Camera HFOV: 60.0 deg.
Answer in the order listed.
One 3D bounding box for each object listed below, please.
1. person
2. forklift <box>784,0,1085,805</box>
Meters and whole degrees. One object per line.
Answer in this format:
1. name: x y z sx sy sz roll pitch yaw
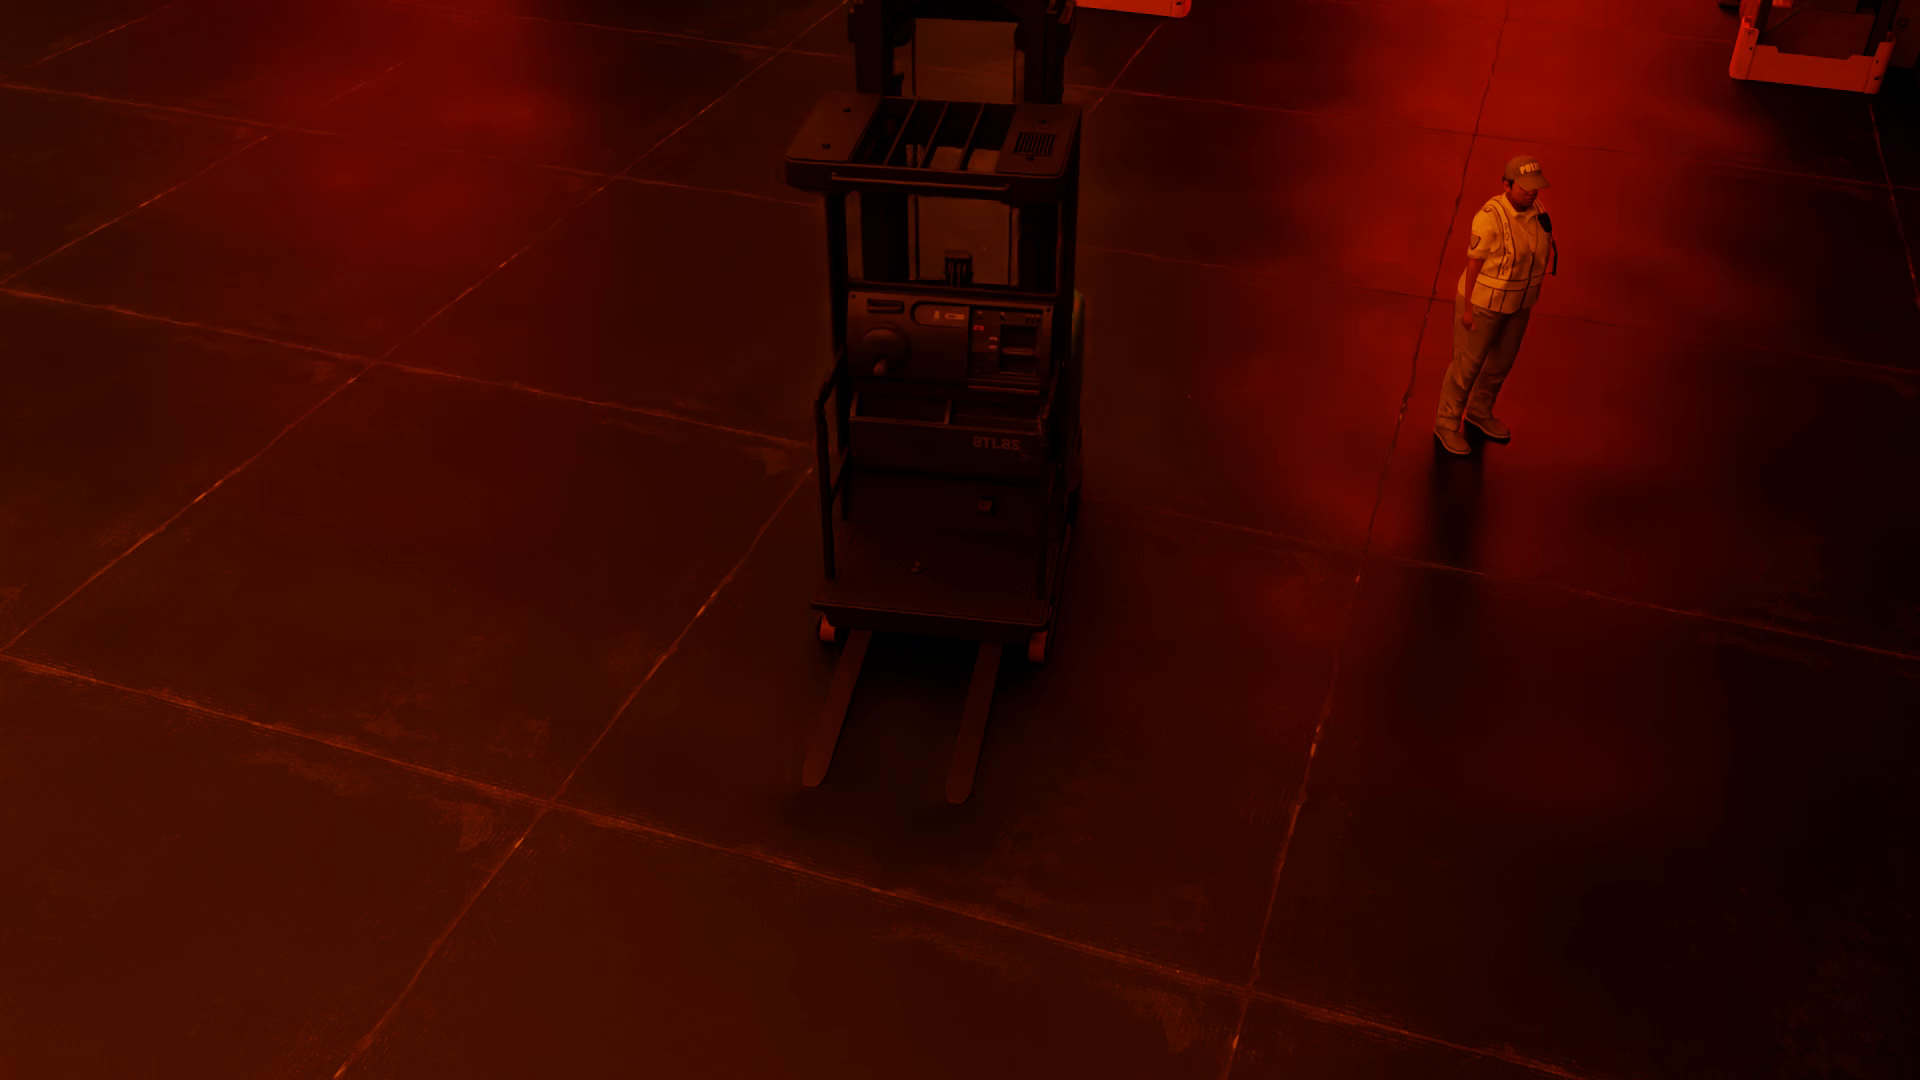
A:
1. person: 2.912 -1.284 9.021 0.481 1.669 0.390 -18 39 -24
2. forklift: -0.079 -0.837 7.292 1.130 2.935 3.031 5 36 7
